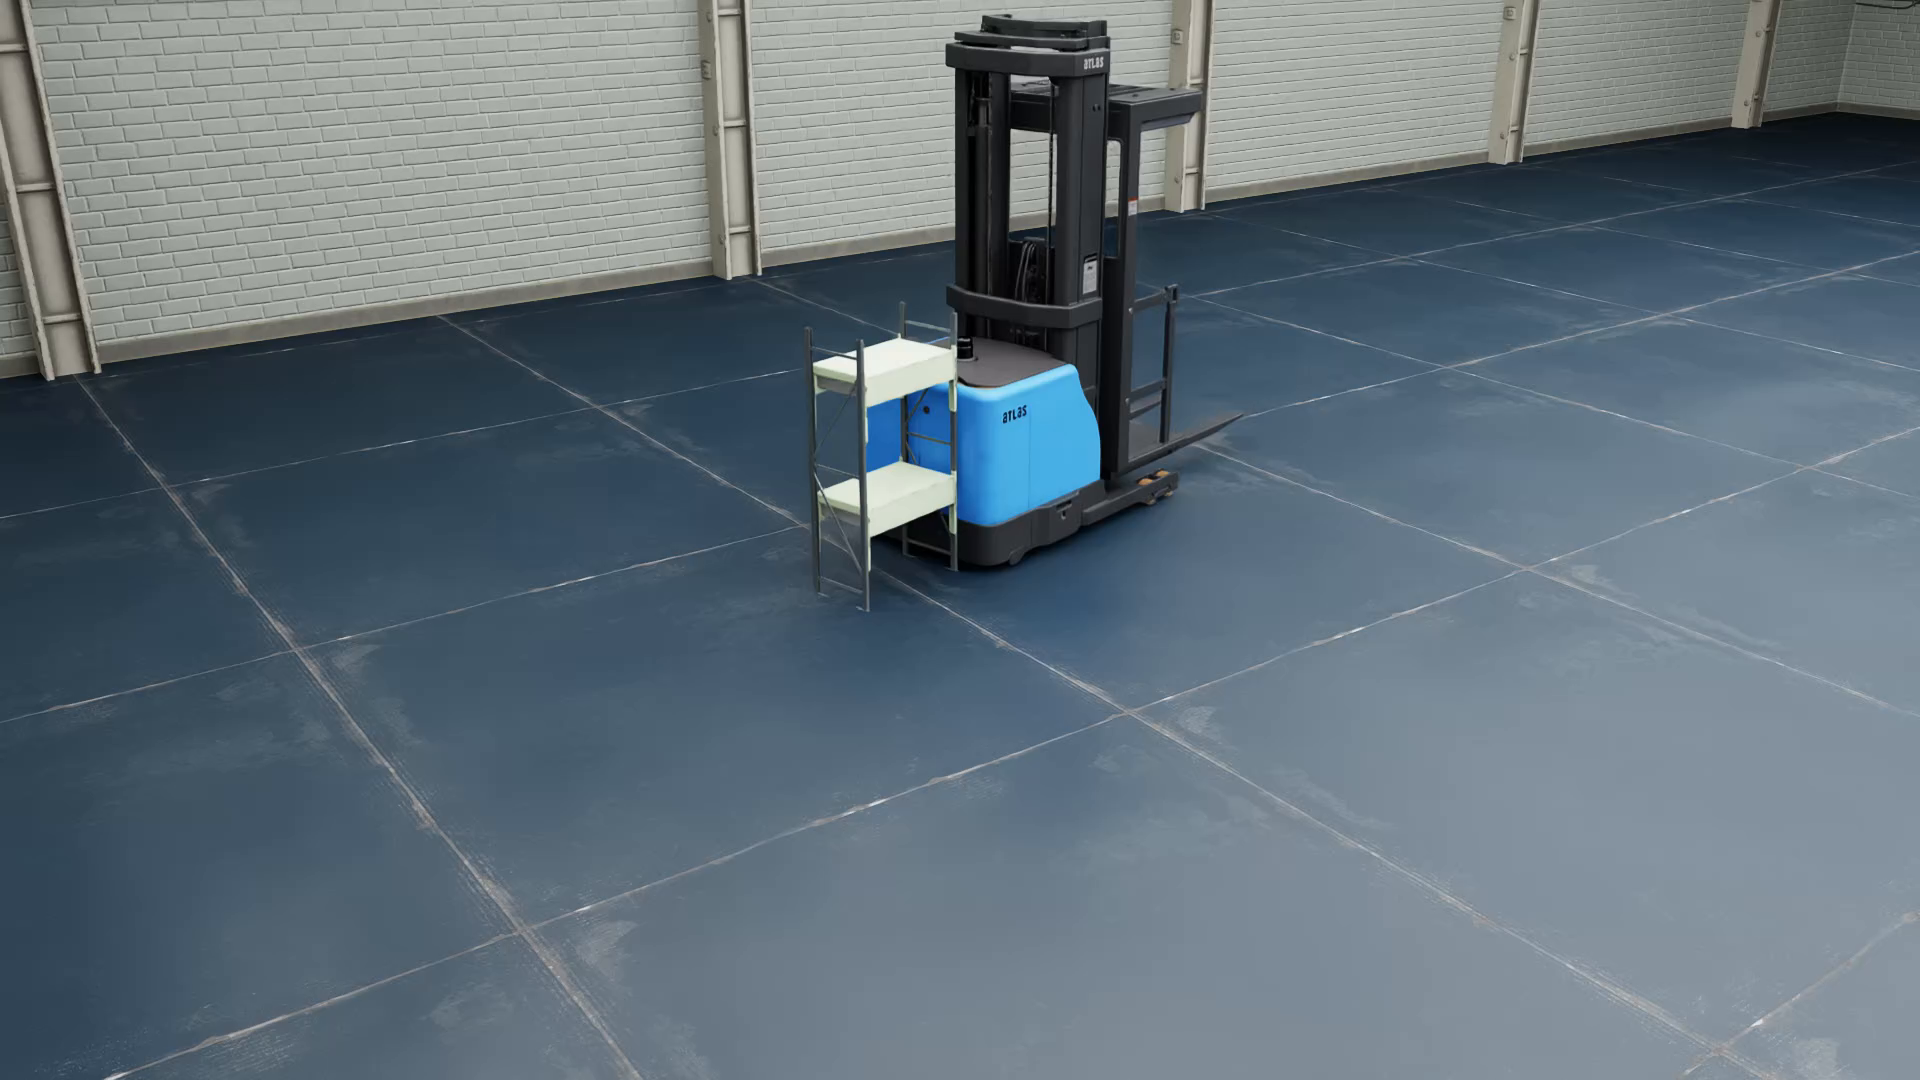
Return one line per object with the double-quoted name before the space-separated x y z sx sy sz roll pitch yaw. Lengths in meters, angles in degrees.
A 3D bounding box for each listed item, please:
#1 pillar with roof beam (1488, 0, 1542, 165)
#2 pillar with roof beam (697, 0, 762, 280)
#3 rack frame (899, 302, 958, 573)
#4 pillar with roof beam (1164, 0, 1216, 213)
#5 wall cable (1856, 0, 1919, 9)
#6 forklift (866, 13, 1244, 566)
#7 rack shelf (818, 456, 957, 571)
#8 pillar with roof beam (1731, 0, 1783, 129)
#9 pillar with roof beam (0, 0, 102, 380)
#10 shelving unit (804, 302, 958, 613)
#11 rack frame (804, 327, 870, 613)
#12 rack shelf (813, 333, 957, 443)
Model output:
"pillar with roof beam" 10.044 -8.118 18.098 0.400 9.000 9.100 -15 26 -33
"pillar with roof beam" 0.303 -5.521 11.589 0.400 9.000 9.100 -15 26 -33
"rack frame" -0.174 -0.562 9.281 0.400 1.500 0.023 17 28 37
"pillar with roof beam" 5.173 -6.819 14.844 0.400 9.000 9.100 -15 26 -33
"wall cable" 15.564 -9.509 25.775 0.112 2.526 3.097 -15 26 -33
"forklift" 0.739 -1.687 10.168 1.130 2.935 3.031 17 28 37
"rack shelf" -0.409 -0.155 9.142 0.431 0.370 0.720 17 28 37
"pillar with roof beam" 14.914 -9.417 21.353 0.400 9.000 9.100 -15 26 -33
"pillar with roof beam" -4.568 -4.222 8.335 0.400 9.000 9.100 -15 26 -33
"shelving unit" -0.409 -0.458 9.021 0.431 1.500 0.755 17 28 37
"rack frame" -0.645 -0.354 8.761 0.400 1.500 0.023 17 28 37
"rack shelf" -0.409 -0.821 8.876 0.431 0.370 0.720 17 28 37
